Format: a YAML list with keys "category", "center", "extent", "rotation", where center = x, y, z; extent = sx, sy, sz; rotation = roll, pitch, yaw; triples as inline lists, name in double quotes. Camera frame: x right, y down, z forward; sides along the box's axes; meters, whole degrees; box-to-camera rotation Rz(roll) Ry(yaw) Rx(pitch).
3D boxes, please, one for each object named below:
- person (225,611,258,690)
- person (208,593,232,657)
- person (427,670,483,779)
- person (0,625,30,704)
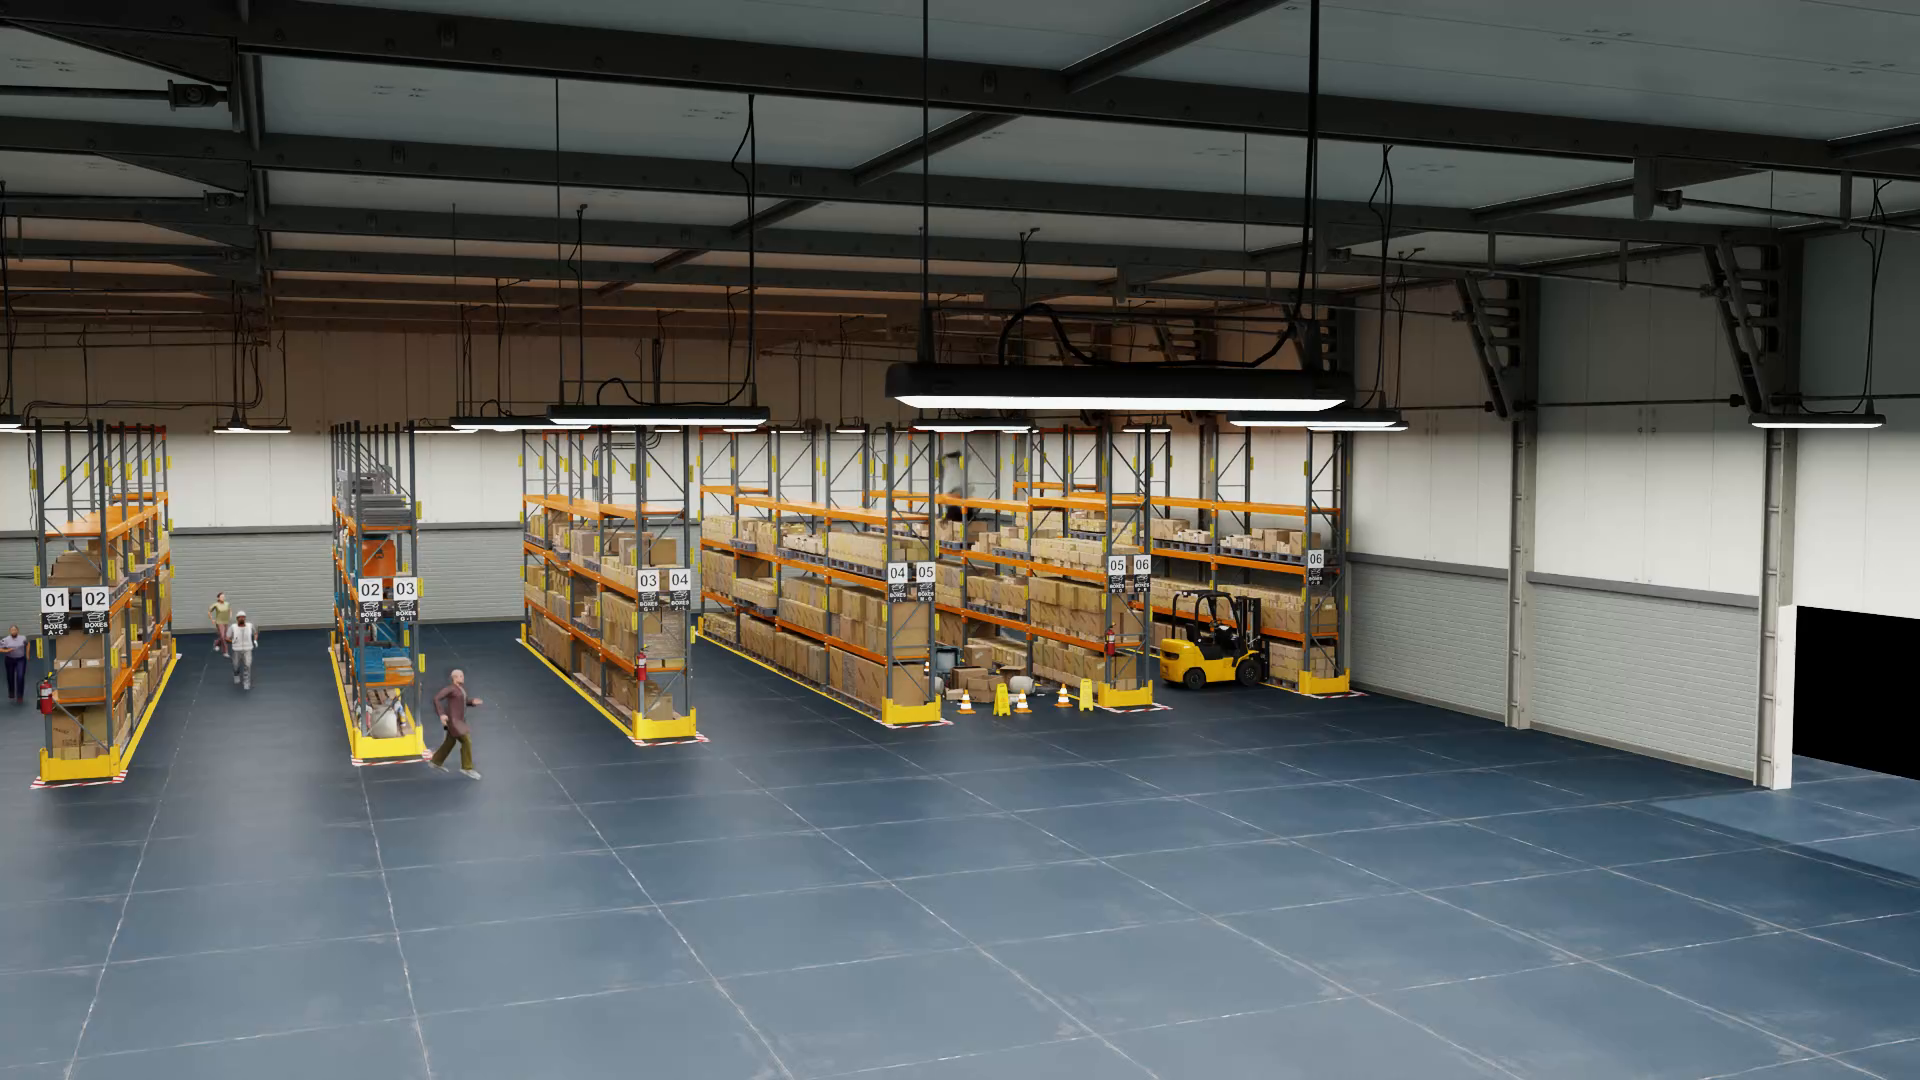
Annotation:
- category: "person"
  center: [-16.238, 2.493, 37.629]
  extent: [0.700, 1.759, 0.892]
  rotation: [-2, 4, -28]
- category: "person"
  center: [-19.261, 2.207, 43.377]
  extent: [0.799, 1.672, 0.609]
  rotation: [3, 4, 38]
- category: "person"
  center: [-8.463, 3.082, 27.833]
  extent: [0.954, 1.837, 0.672]
  rotation: [0, 4, -1]
- category: "person"
  center: [-20.309, 2.651, 35.730]
  extent: [0.598, 1.639, 0.933]
  rotation: [-2, 4, -31]
